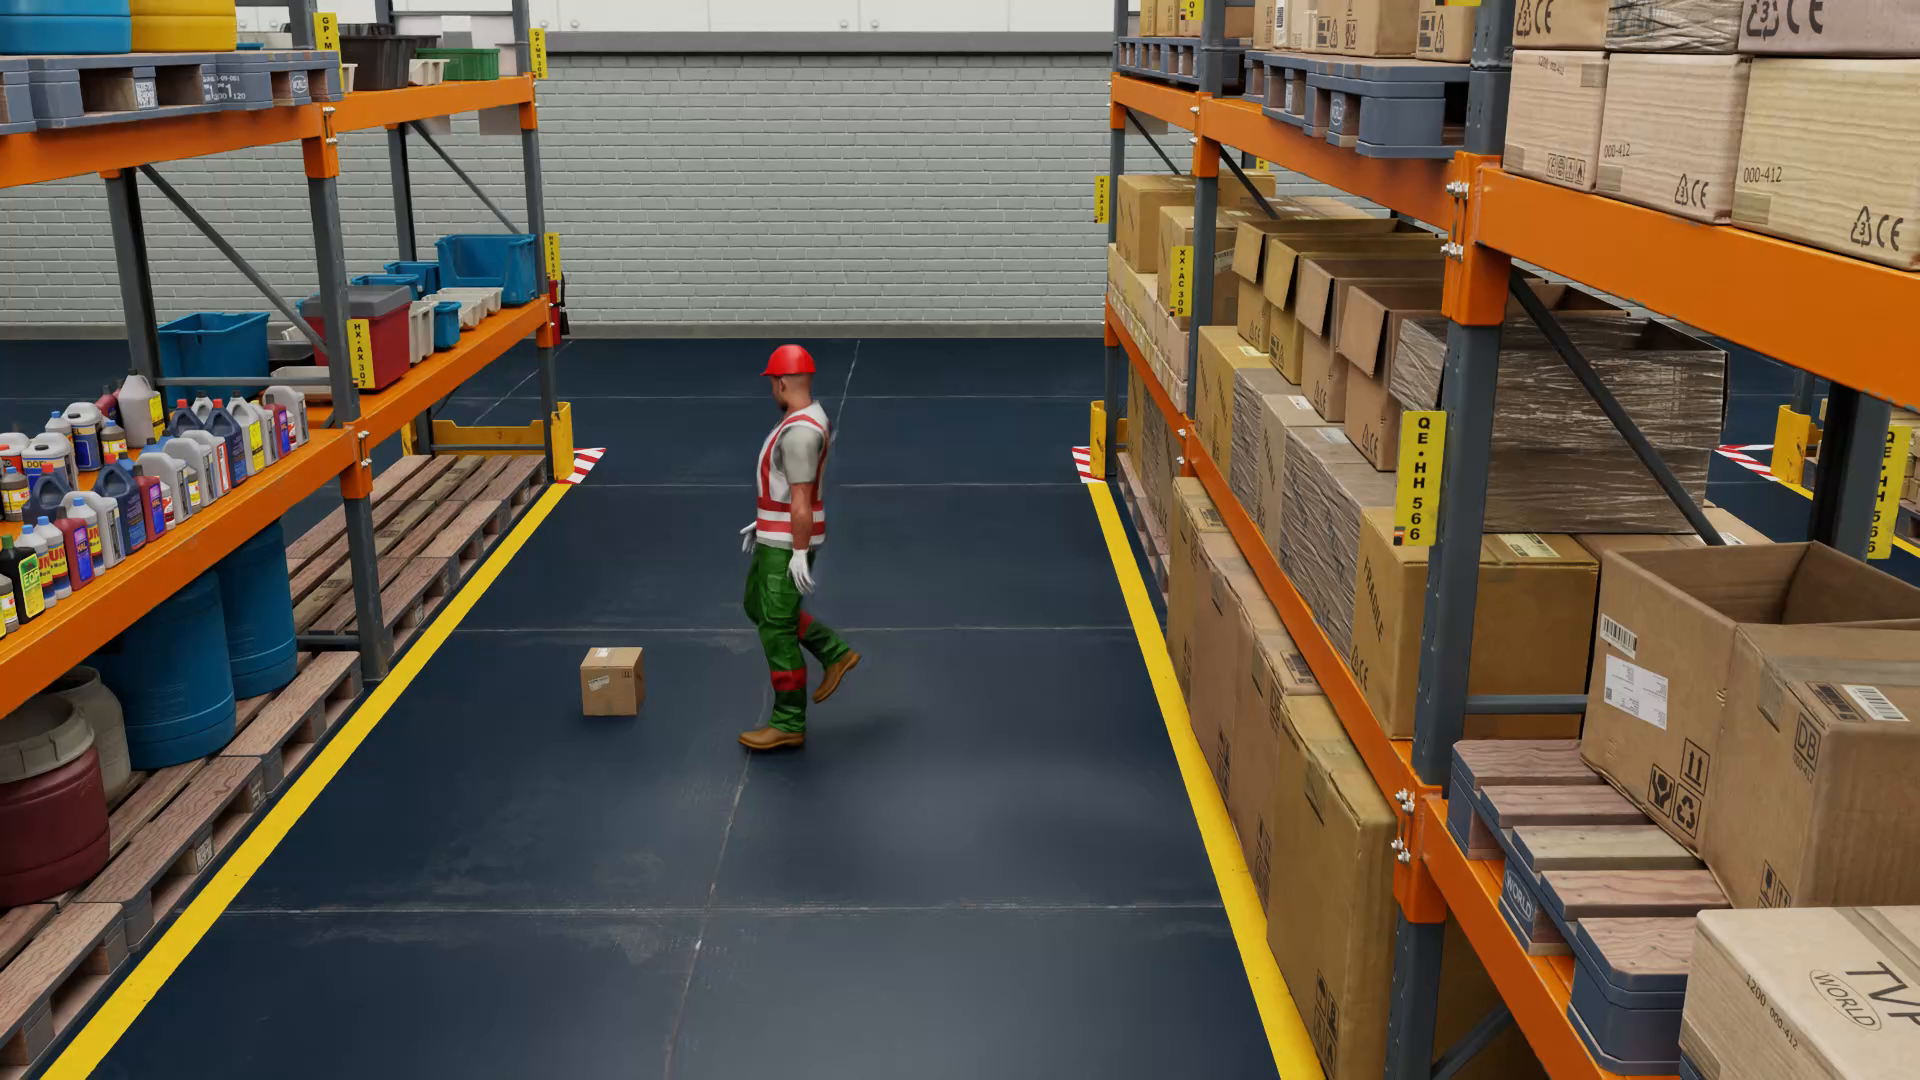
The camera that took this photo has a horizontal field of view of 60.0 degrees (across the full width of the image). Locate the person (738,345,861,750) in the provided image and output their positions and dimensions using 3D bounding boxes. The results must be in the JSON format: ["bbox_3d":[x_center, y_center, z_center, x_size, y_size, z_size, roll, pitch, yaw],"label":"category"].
[{"bbox_3d":[-0.732,0.014,7.439,0.558,1.764,0.577,-1,17,-4],"label":"person"}]
